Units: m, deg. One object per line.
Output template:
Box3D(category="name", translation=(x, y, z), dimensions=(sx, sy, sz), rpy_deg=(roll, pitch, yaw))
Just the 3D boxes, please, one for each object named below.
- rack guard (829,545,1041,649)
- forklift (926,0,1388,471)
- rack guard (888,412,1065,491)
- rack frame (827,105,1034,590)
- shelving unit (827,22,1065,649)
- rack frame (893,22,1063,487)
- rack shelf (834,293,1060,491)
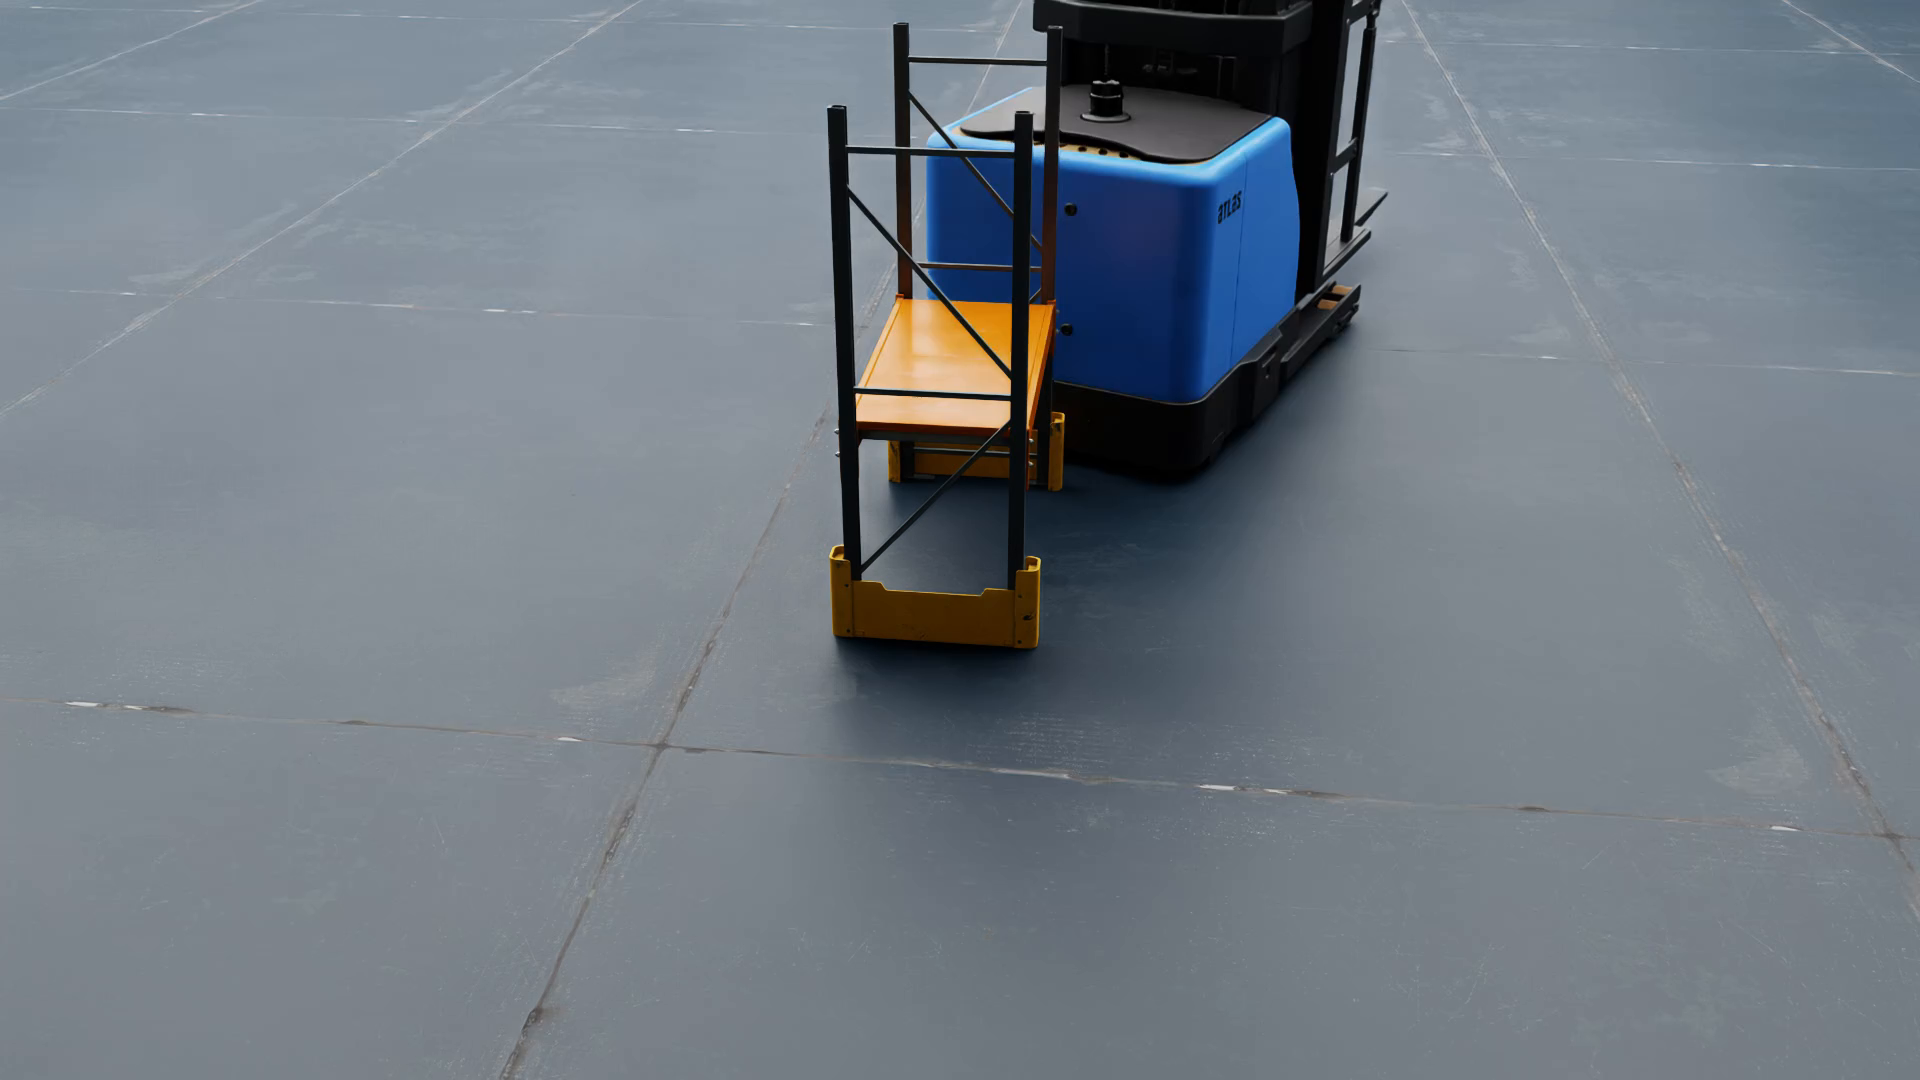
Box3D(category="rack guard", translation=(-0.070, 0.160, 4.689), dimensions=(0.587, 0.250, 0.087), rpy_deg=(3, 28, 6))
Box3D(category="forklift", translation=(1.008, -2.190, 6.224), dimensions=(1.130, 2.935, 3.031), rpy_deg=(14, 31, 24))
Box3D(category="rack guard", translation=(0.052, -0.309, 5.559), dimensions=(0.587, 0.250, 0.087), rpy_deg=(3, 28, 6))
Box3D(category="rack frame", translation=(-0.073, -0.381, 4.376), dimensions=(0.500, 1.500, 0.032), rpy_deg=(3, 28, 6))
Box3D(category="shelving unit", translation=(-0.009, -0.624, 4.828), dimensions=(0.587, 1.500, 1.083), rpy_deg=(3, 28, 6))
Box3D(category="rack frame", translation=(0.052, -0.859, 5.264), dimensions=(0.500, 1.500, 0.032), rpy_deg=(3, 28, 6))
Box3D(category="rack shelf", translation=(-0.010, -0.462, 4.905), dimensions=(0.538, 0.185, 1.000), rpy_deg=(3, 28, 6))
